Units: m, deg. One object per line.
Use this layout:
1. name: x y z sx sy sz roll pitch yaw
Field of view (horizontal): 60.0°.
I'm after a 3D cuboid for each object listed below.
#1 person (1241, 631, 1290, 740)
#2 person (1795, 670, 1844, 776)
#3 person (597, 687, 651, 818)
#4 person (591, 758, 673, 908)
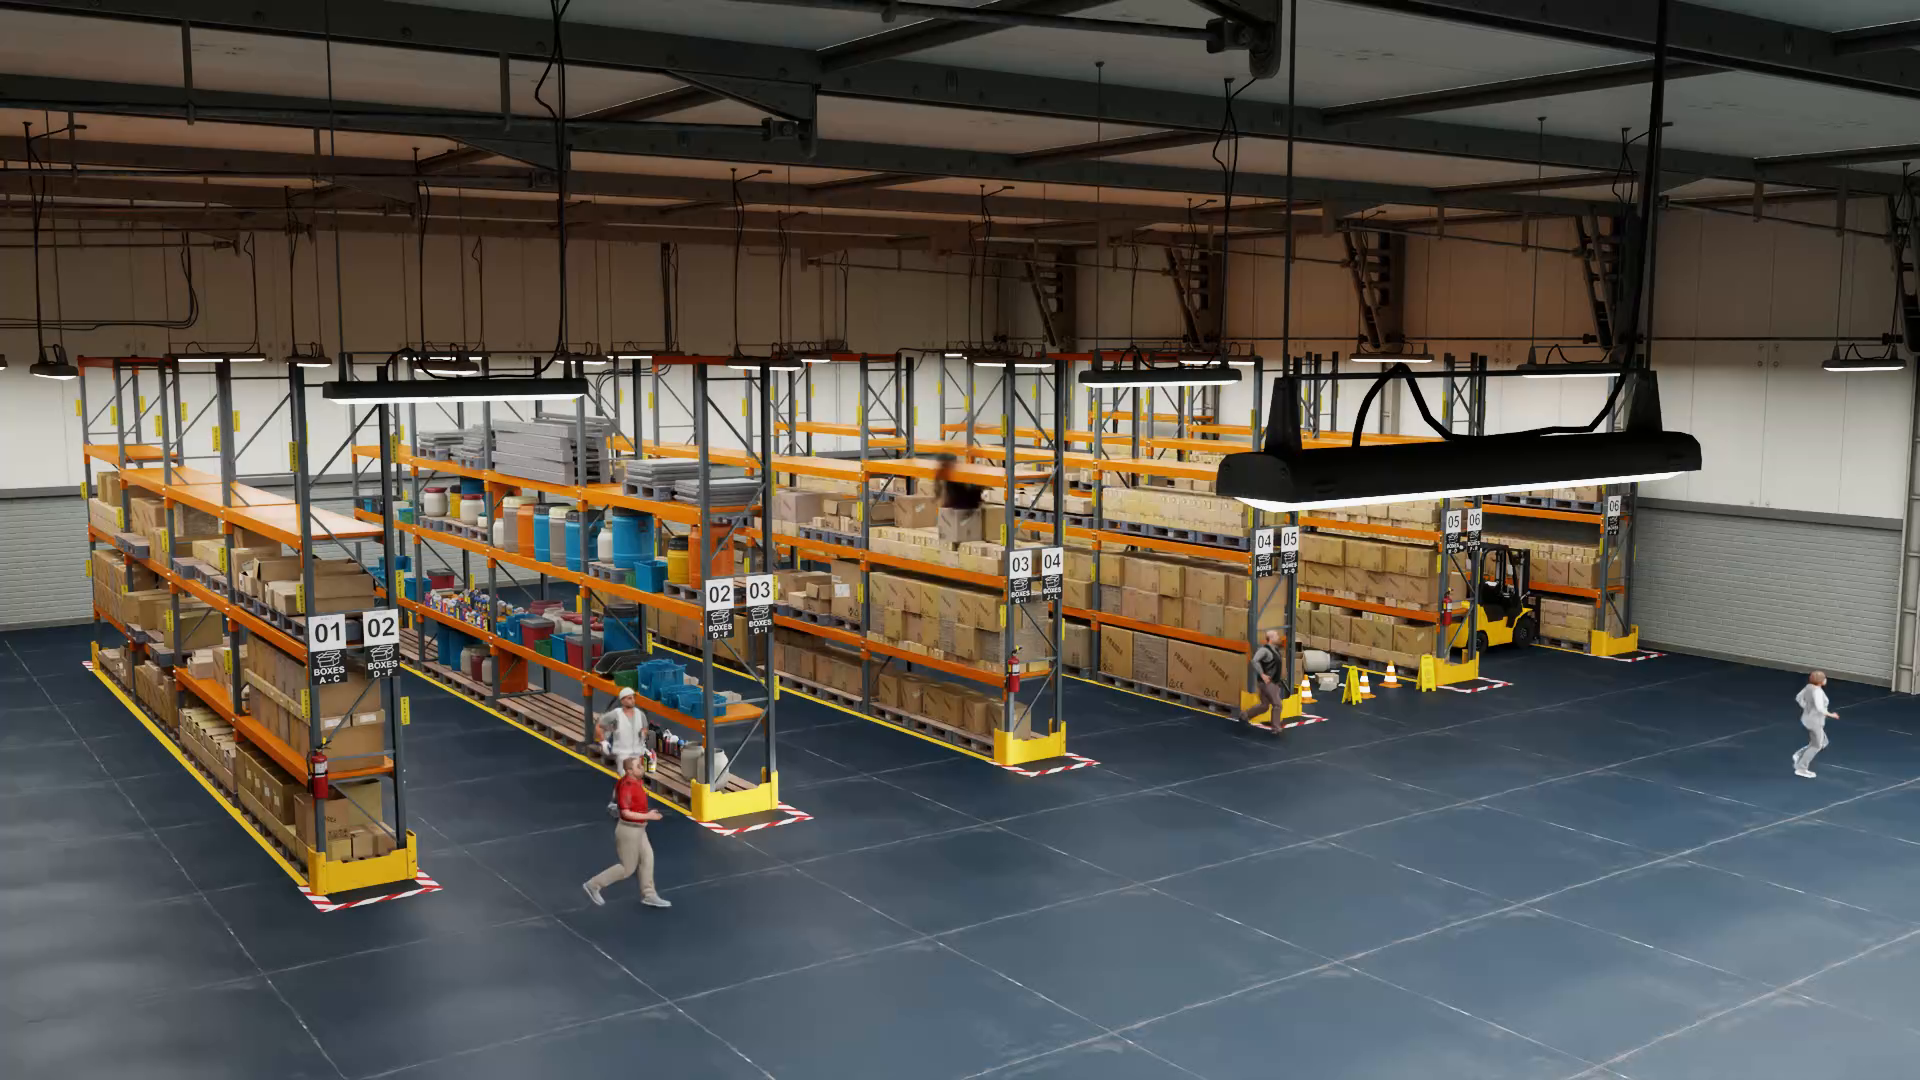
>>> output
1. person: 4.907 2.301 26.535 0.845 1.723 0.679 3 8 25
2. person: 12.411 2.637 24.010 0.593 1.561 0.562 1 7 10
3. person: -4.307 2.827 21.691 0.804 1.813 0.657 6 9 41
4. person: -3.653 3.296 18.474 0.871 1.666 0.671 -1 7 -6
